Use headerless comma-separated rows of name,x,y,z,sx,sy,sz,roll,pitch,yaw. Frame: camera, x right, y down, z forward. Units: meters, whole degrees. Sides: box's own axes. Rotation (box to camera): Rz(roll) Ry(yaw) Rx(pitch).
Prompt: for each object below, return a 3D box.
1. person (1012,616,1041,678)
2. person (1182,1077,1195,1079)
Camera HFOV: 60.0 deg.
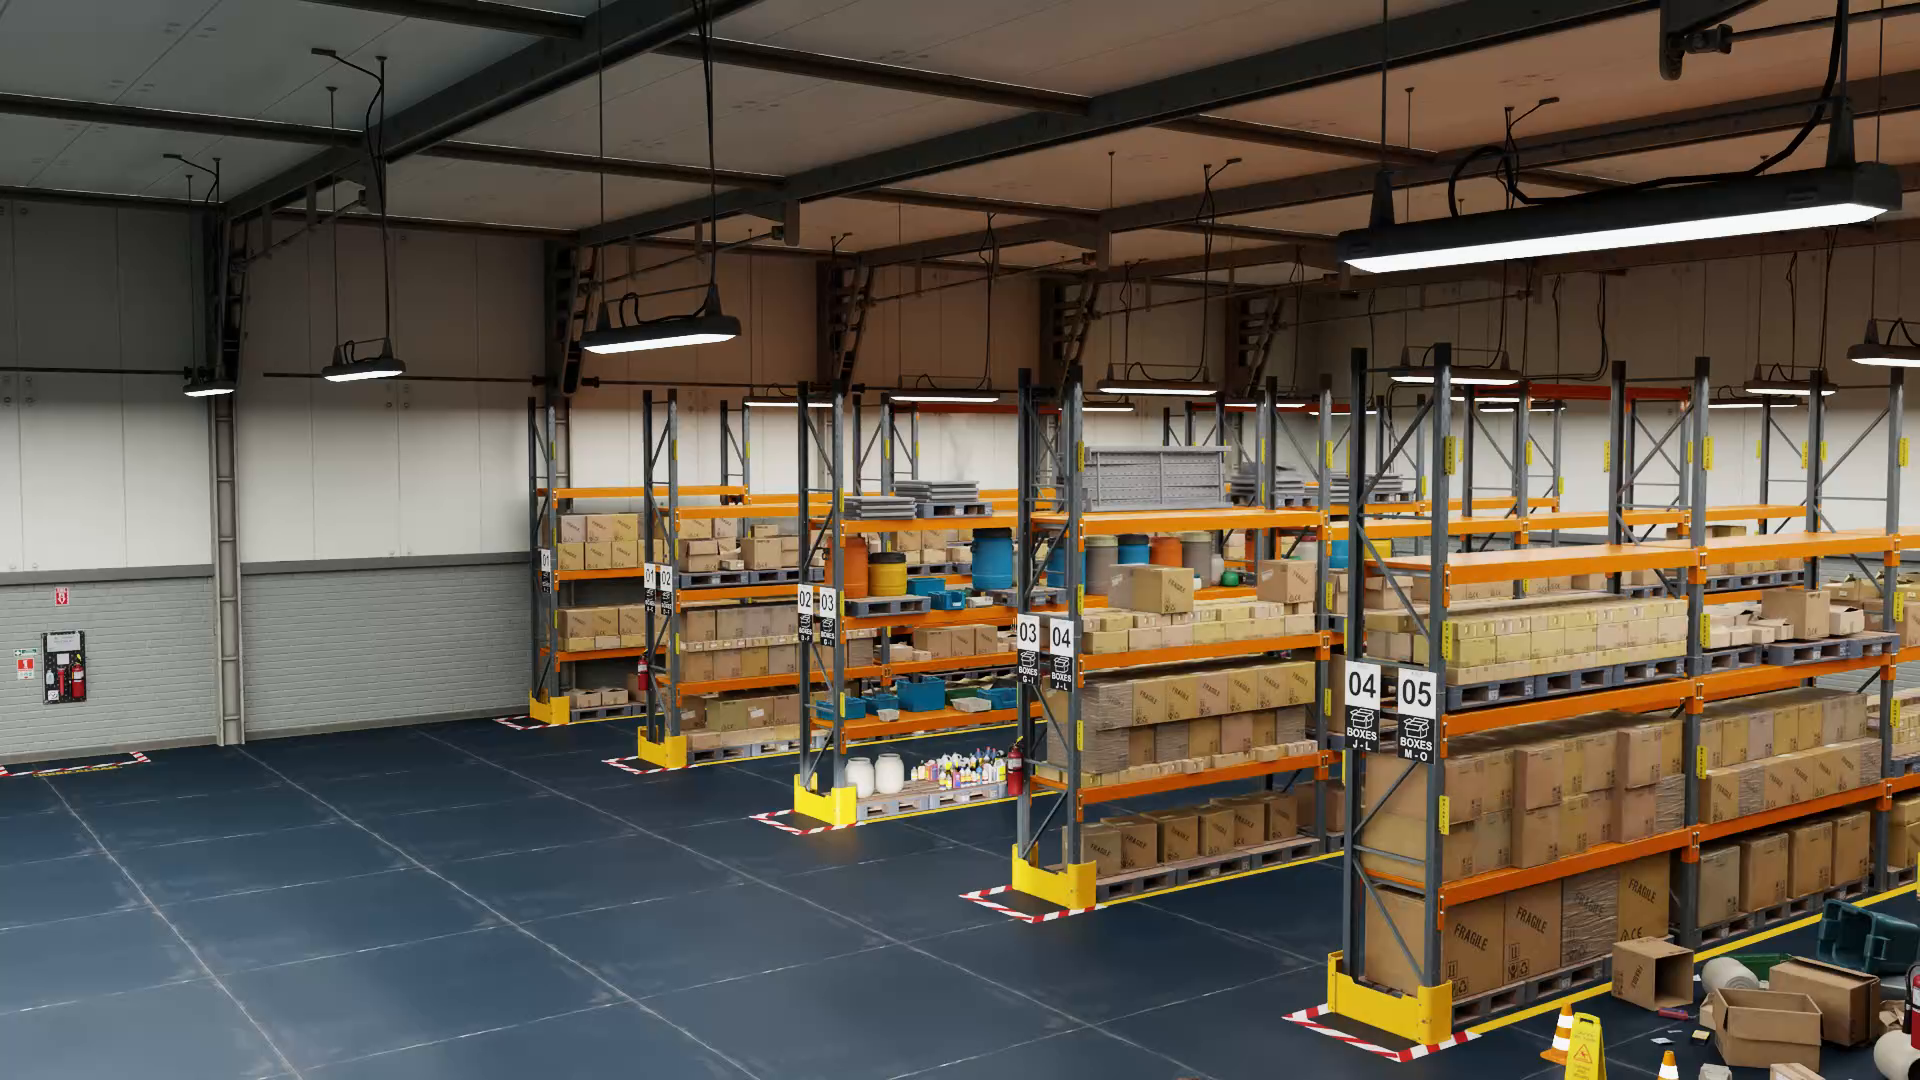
person,1.445,2.332,34.096,0.706,1.732,1.026,3,5,44
person,1.322,3.836,9.519,0.533,1.562,0.588,1,3,10
